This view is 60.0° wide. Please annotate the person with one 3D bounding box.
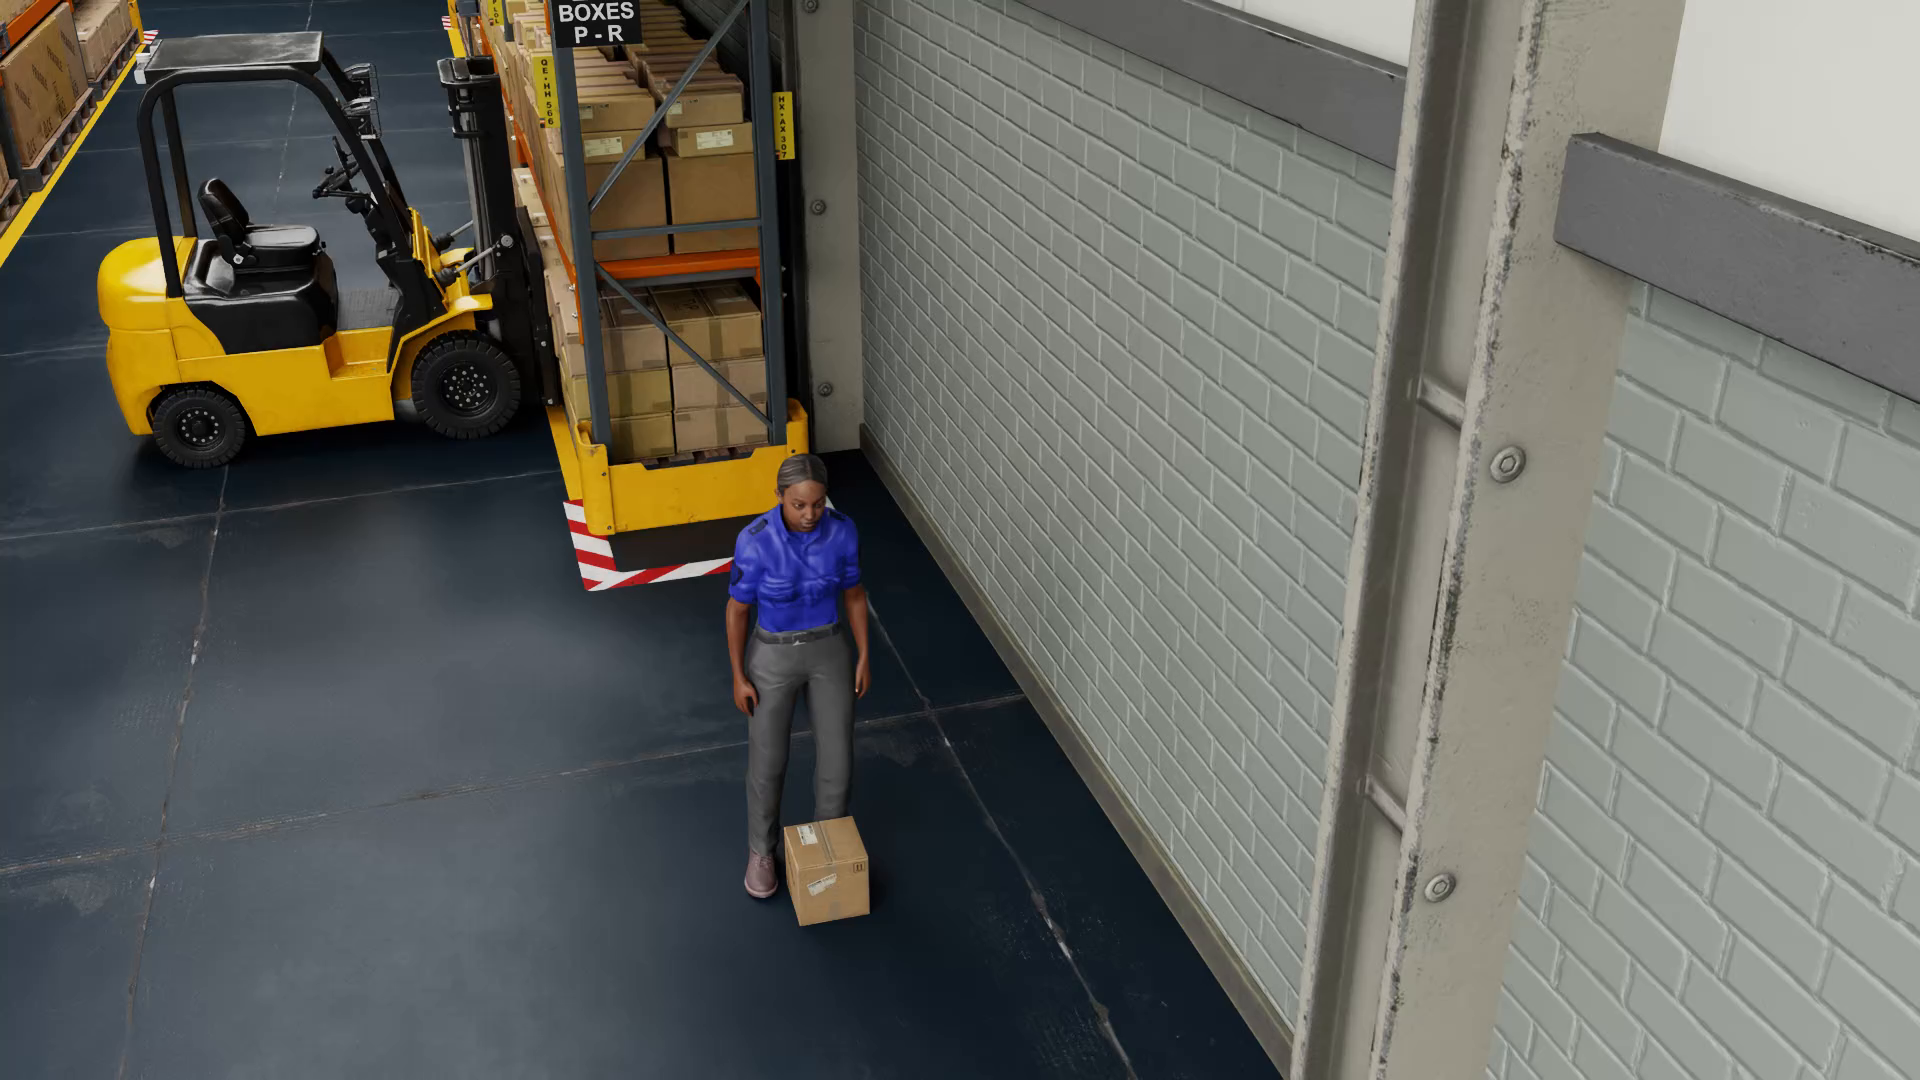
[{"bbox_3d":[-0.546,0.449,5.719,0.513,1.654,0.392,-9,28,-17],"label":"person"}]
